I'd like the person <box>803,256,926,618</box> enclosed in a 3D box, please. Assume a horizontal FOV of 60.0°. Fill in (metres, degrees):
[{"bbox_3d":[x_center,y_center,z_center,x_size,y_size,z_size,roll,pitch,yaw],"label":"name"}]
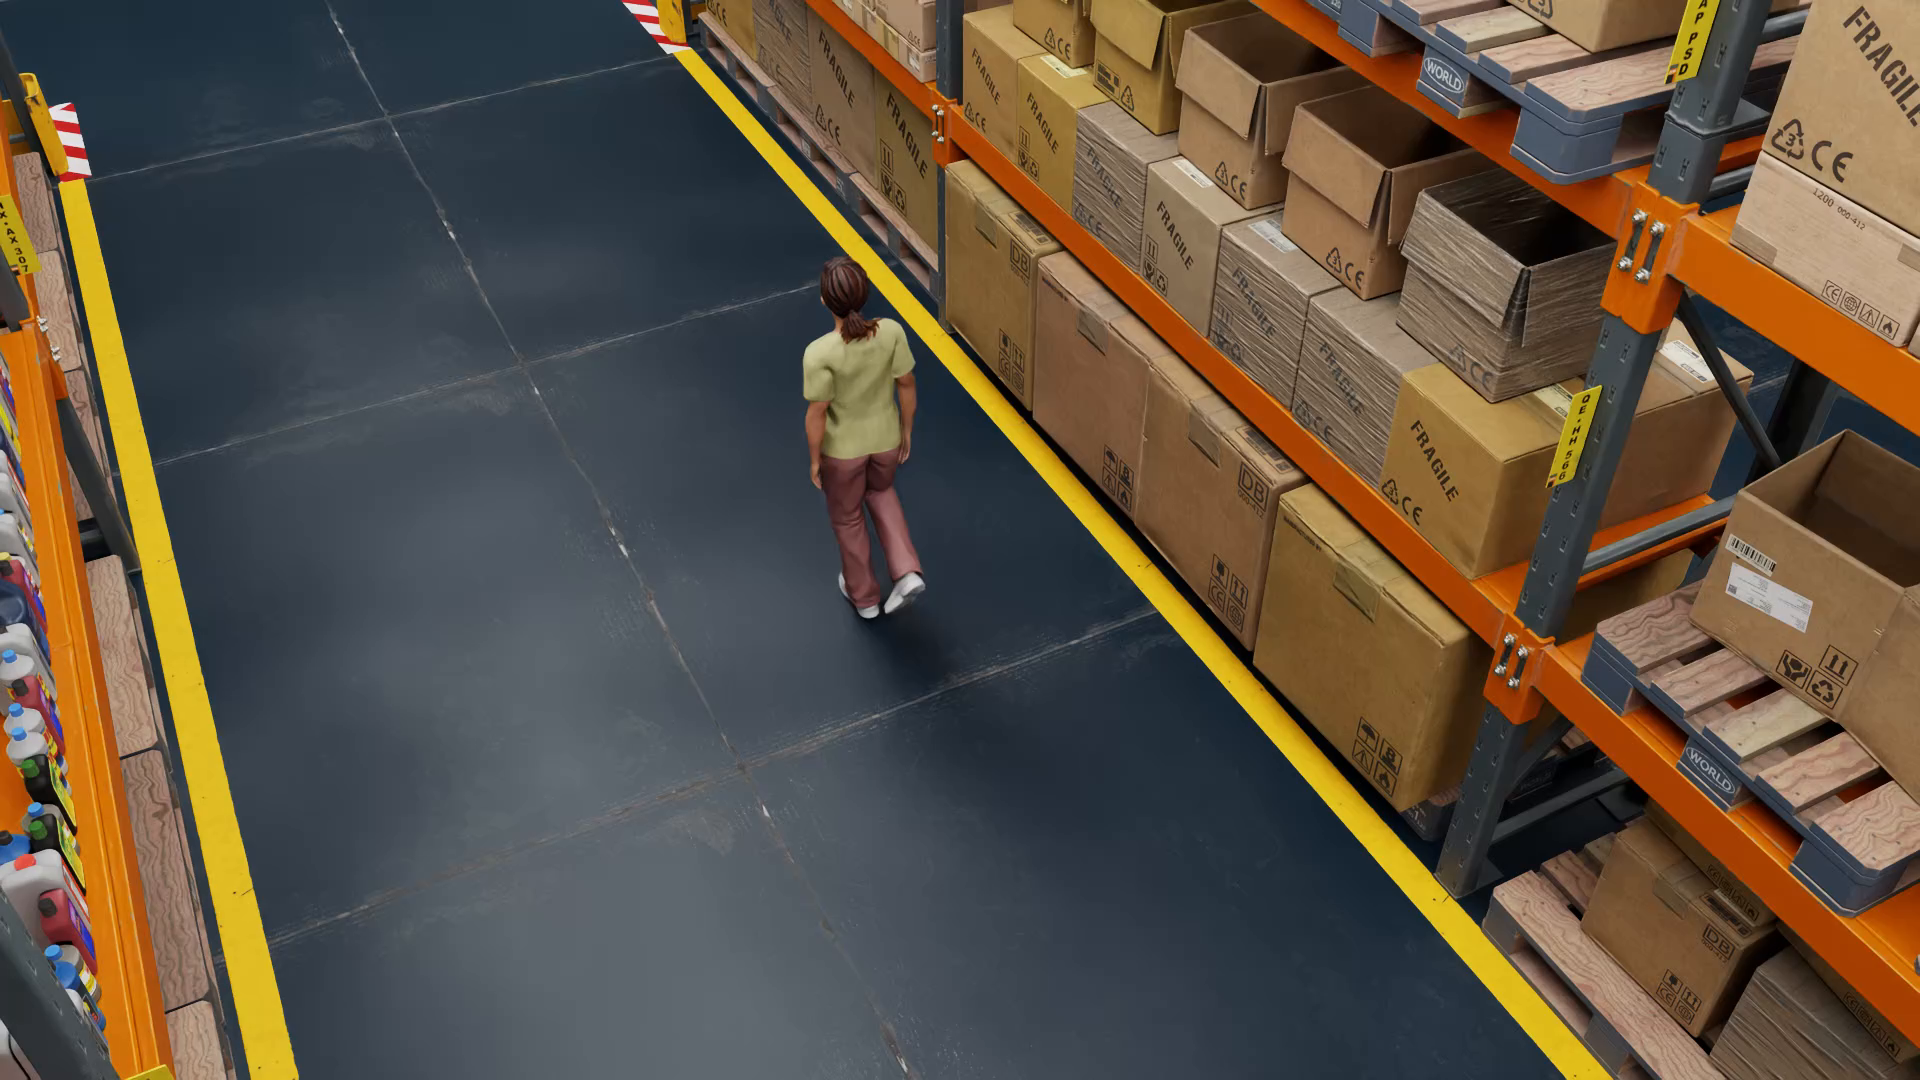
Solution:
[{"bbox_3d":[-0.363,-0.332,6.505,0.460,1.664,0.527,-19,45,-20],"label":"person"}]
